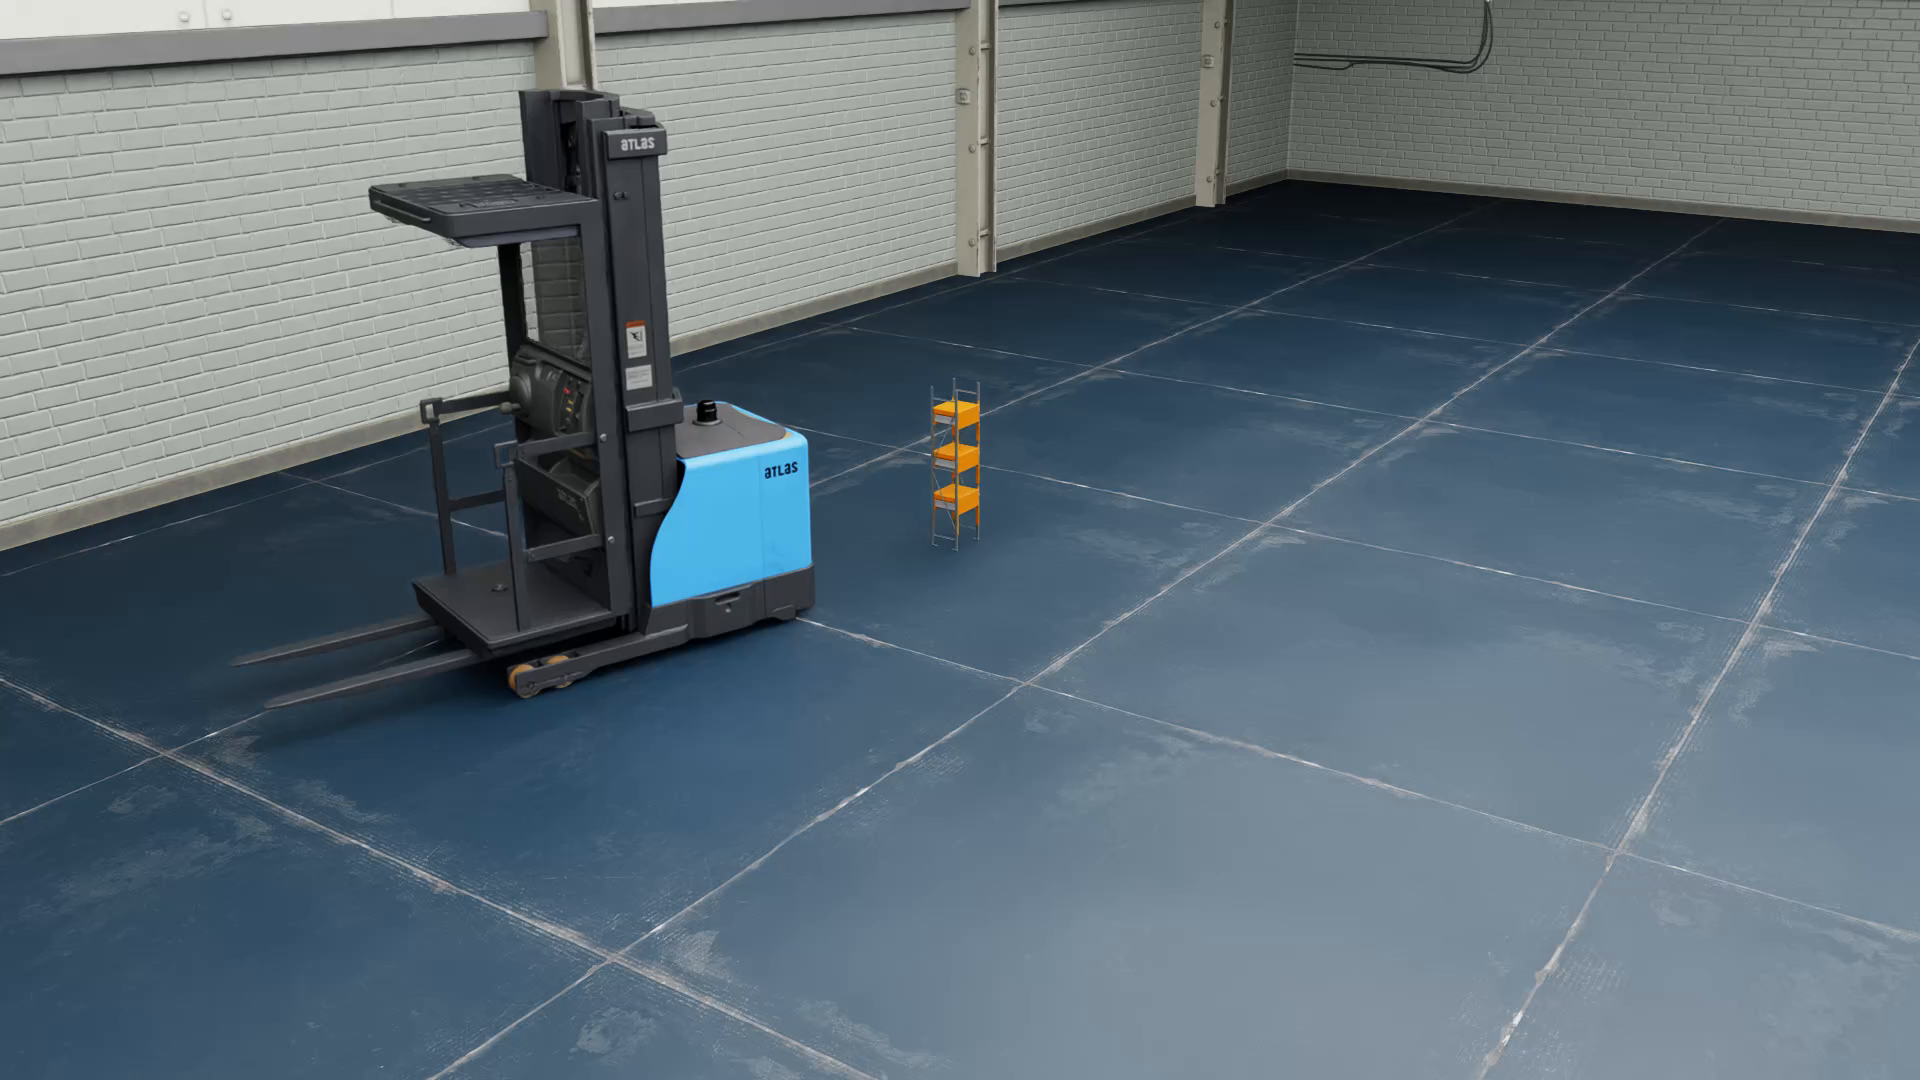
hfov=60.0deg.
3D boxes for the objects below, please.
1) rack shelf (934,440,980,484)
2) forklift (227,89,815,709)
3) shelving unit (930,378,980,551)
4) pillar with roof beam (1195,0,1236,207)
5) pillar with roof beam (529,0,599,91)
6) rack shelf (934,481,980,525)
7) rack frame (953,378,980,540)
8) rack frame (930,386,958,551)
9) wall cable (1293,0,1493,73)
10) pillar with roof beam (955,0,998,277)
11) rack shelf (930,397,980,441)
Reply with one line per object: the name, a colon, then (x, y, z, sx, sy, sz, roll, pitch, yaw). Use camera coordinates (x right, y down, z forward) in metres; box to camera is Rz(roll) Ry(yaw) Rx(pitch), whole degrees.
rack shelf: (-0.030, -0.467, 10.545, 0.215, 0.259, 0.240, 13, 24, 32)
forklift: (-2.315, -0.770, 8.622, 3.031, 2.935, 1.130, -15, 25, -35)
shelving unit: (-0.030, -0.477, 10.541, 0.215, 1.050, 0.252, 13, 24, 32)
pillar with roof beam: (7.115, -8.164, 19.864, 9.100, 9.000, 0.400, 13, 24, 32)
pillar with roof beam: (0.370, -4.721, 10.556, 9.100, 9.000, 0.400, 13, 24, 32)
rack shelf: (-0.030, -0.206, 10.641, 0.215, 0.259, 0.240, 13, 24, 32)
rack frame: (0.038, -0.512, 10.636, 0.200, 1.050, 0.008, 13, 24, 32)
rack frame: (-0.099, -0.442, 10.447, 0.200, 1.050, 0.008, 13, 24, 32)
wall cable: (6.305, -8.134, 24.260, 3.097, 2.526, 0.112, 13, 24, 32)
pillar with roof beam: (3.742, -6.442, 15.210, 9.100, 9.000, 0.400, 13, 24, 32)
rack shelf: (-0.030, -0.733, 10.447, 0.215, 0.259, 0.240, 13, 24, 32)
